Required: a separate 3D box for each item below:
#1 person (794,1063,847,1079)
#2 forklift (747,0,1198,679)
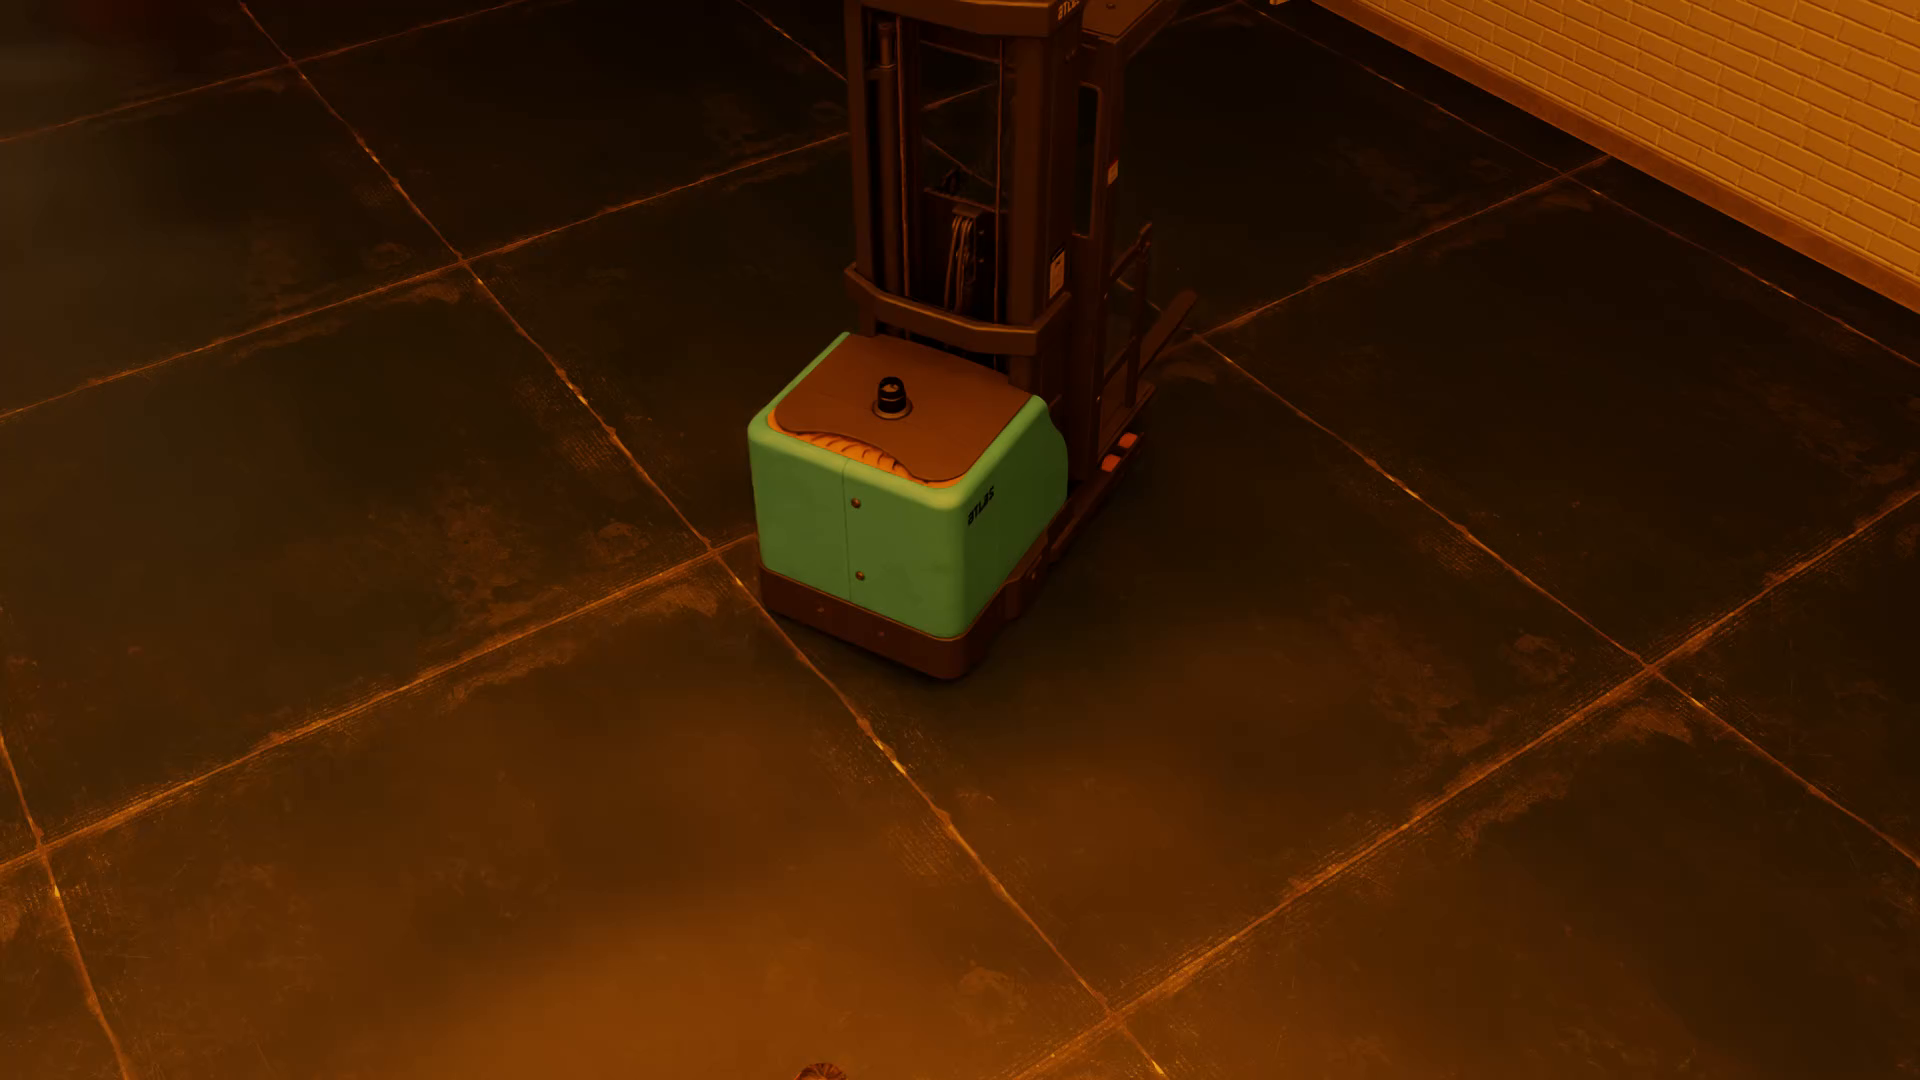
[{"bbox_3d":[-0.321,2.008,4.468,0.569,1.654,0.504,-22,47,-22],"label":"person"},{"bbox_3d":[0.262,-1.471,7.311,1.130,2.935,3.031,21,47,21],"label":"forklift"}]
